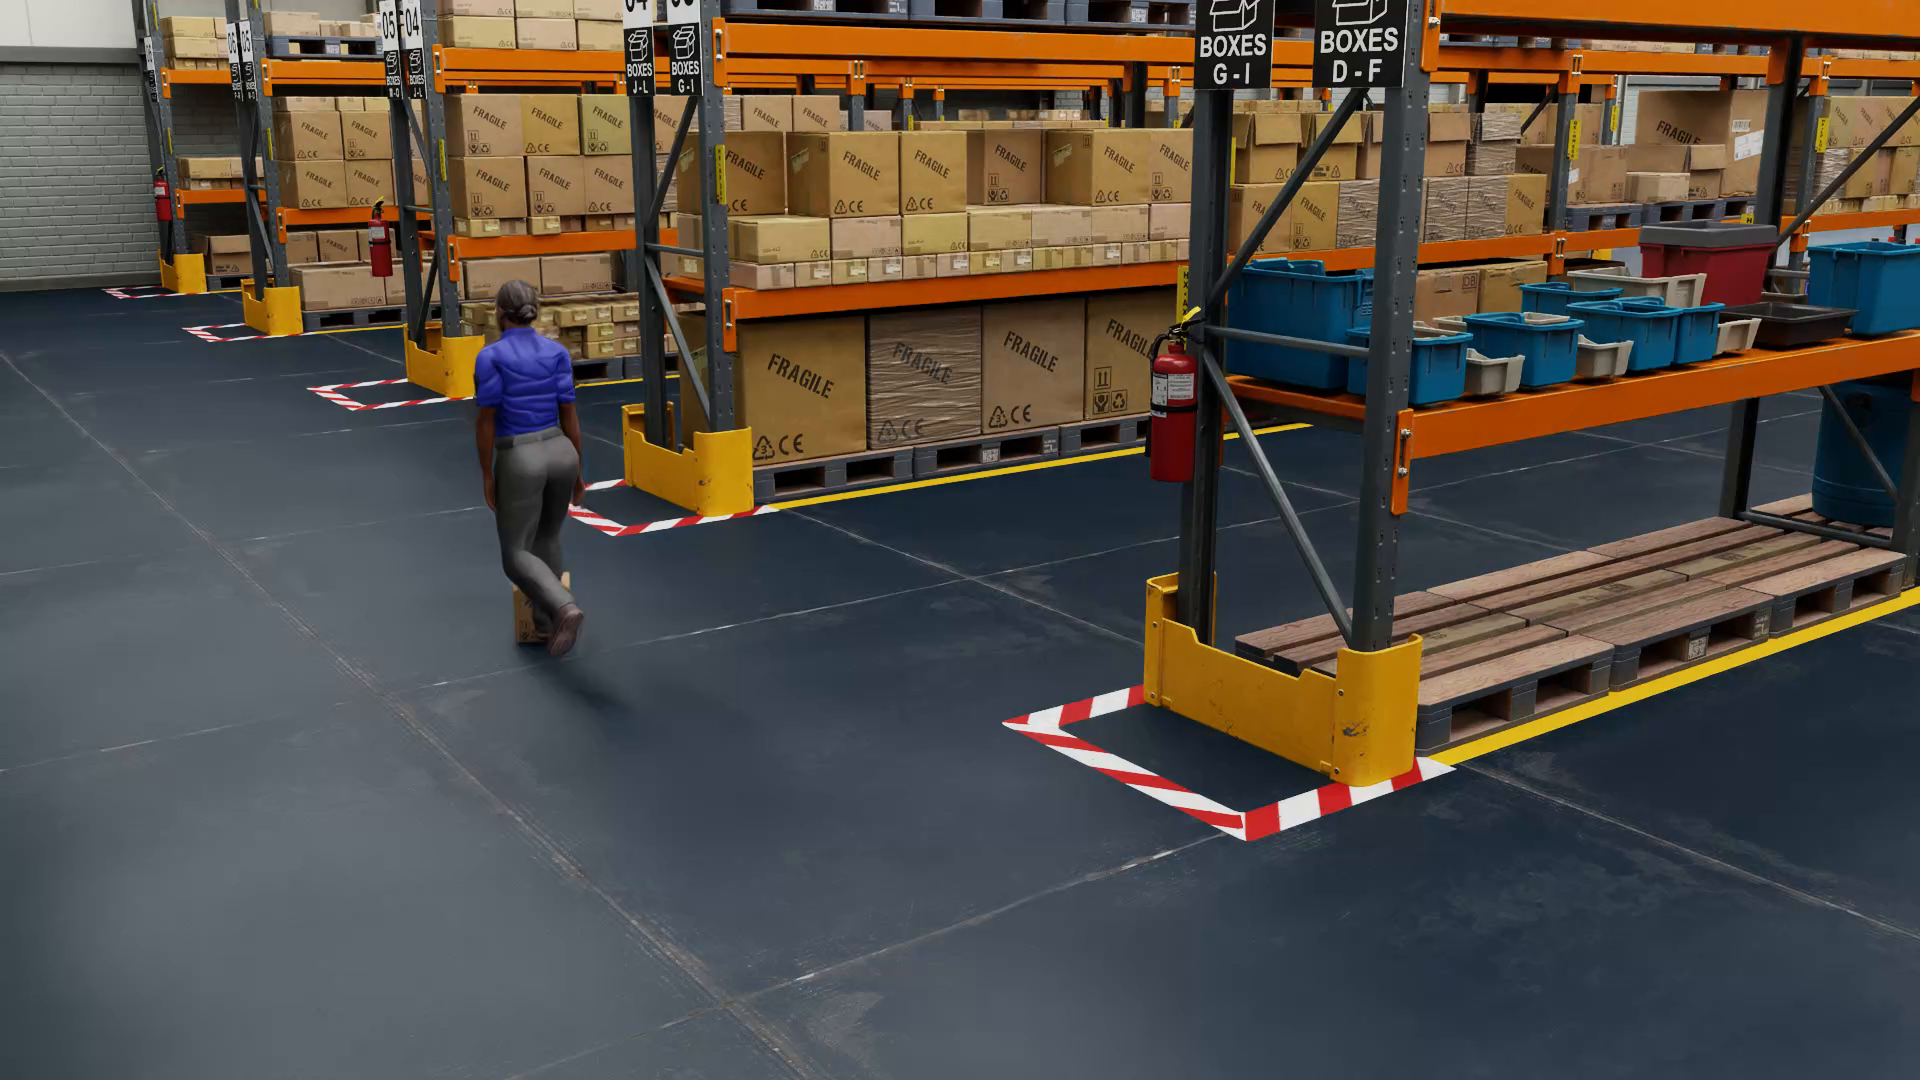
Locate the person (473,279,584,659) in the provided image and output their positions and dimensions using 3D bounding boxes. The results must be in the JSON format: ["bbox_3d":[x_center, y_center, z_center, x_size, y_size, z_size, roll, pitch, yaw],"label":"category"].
[{"bbox_3d":[-1.813,-0.294,7.138,0.453,1.609,0.863,-11,18,-37],"label":"person"}]
